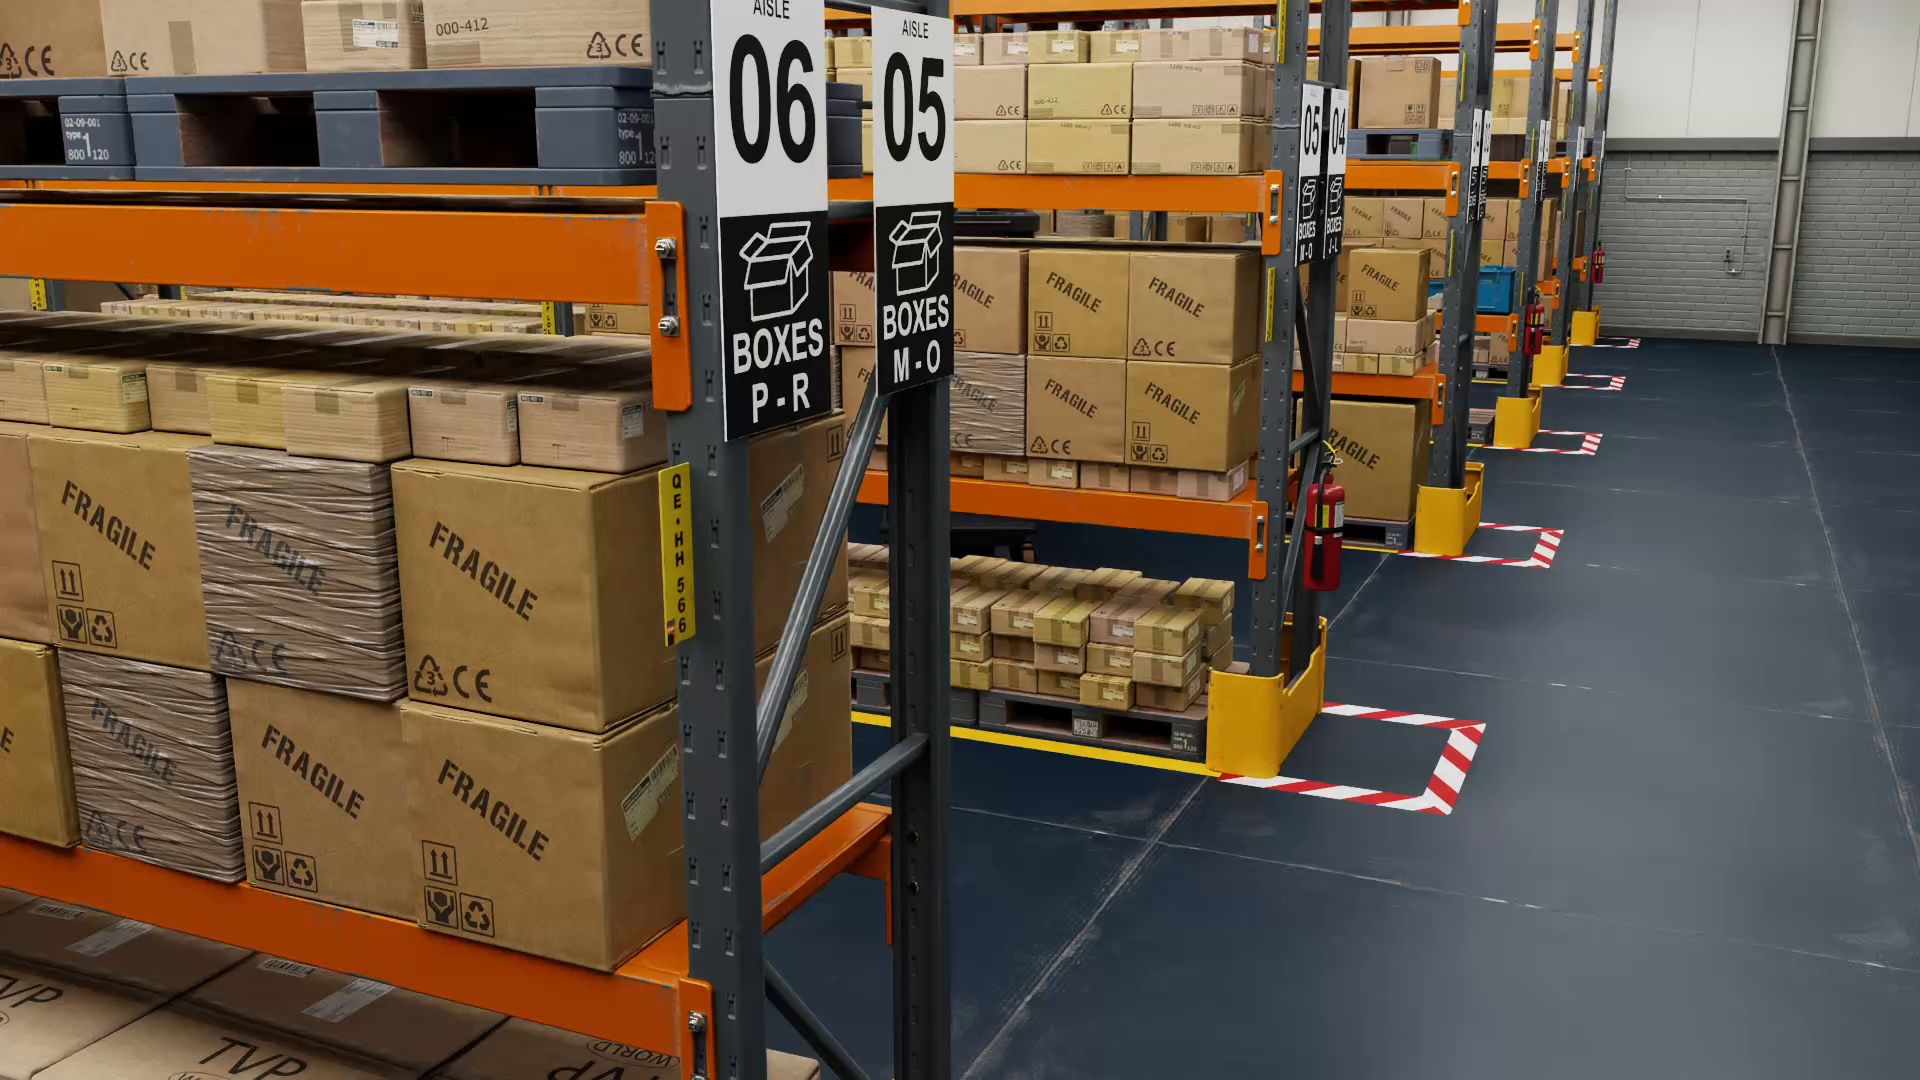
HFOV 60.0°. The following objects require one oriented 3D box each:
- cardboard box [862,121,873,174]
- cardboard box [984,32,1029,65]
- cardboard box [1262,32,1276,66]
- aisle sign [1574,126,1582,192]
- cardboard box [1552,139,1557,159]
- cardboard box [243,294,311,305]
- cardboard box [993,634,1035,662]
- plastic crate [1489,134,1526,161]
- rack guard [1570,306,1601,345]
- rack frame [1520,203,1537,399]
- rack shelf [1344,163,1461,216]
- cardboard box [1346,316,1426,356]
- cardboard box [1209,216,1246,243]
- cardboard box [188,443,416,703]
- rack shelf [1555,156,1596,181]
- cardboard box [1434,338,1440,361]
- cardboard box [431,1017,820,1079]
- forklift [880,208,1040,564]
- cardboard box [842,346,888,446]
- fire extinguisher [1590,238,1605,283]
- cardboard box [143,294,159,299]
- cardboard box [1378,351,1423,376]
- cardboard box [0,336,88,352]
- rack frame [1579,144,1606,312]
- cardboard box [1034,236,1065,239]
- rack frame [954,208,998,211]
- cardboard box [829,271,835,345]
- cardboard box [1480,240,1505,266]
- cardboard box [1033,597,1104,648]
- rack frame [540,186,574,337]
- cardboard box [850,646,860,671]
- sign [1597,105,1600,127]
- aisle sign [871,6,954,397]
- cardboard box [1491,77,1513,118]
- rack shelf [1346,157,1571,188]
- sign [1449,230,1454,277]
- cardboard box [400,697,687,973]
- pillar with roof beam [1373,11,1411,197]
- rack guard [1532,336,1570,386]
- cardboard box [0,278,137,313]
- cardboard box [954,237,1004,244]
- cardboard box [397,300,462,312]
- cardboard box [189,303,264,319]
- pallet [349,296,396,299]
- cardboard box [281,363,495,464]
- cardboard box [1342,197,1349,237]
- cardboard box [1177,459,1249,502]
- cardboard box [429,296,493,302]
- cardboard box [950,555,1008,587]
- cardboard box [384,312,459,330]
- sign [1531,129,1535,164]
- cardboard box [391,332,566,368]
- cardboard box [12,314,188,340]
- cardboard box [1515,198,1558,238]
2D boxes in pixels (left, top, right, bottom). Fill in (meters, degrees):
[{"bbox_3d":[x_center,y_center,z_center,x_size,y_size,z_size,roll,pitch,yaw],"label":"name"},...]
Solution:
[{"bbox_3d":[-0.301,-1.963,8.318,0.500,0.250,0.500,6,15,26],"label":"cardboard box"},{"bbox_3d":[0.297,-2.349,7.993,0.250,0.149,0.380,5,14,22],"label":"cardboard box"},{"bbox_3d":[1.430,-2.352,8.007,0.250,0.149,0.380,6,14,23],"label":"cardboard box"},{"bbox_3d":[7.689,-4.740,20.700,0.004,0.787,0.394,6,14,23],"label":"aisle sign"},{"bbox_3d":[7.384,-5.033,21.400,0.500,0.250,0.500,6,14,23],"label":"cardboard box"},{"bbox_3d":[-4.579,-1.564,11.183,0.250,0.149,0.380,6,15,25],"label":"cardboard box"},{"bbox_3d":[0.356,0.506,8.704,0.250,0.149,0.380,6,14,23],"label":"cardboard box"},{"bbox_3d":[5.502,-4.001,16.961,0.590,0.269,0.497,6,14,23],"label":"plastic crate"},{"bbox_3d":[9.776,-3.361,25.984,0.348,0.500,1.175,6,14,23],"label":"rack guard"},{"bbox_3d":[5.740,-2.510,16.886,0.053,2.616,0.949,6,14,23],"label":"rack frame"},{"bbox_3d":[1.906,-2.771,13.008,4.000,0.370,1.077,6,14,23],"label":"rack shelf"},{"bbox_3d":[3.184,-1.538,12.418,0.500,0.250,0.500,6,14,22],"label":"cardboard box"},{"bbox_3d":[3.751,-4.259,23.200,0.500,0.500,0.700,1,13,4],"label":"cardboard box"},{"bbox_3d":[-1.306,0.021,3.692,0.500,0.500,0.500,6,14,23],"label":"cardboard box"},{"bbox_3d":[7.925,-5.875,26.236,4.000,0.370,1.077,6,14,23],"label":"rack shelf"},{"bbox_3d":[6.298,-2.514,21.957,0.500,0.250,0.500,6,14,23],"label":"cardboard box"},{"bbox_3d":[-0.923,1.596,4.075,0.875,0.438,0.875,5,14,21],"label":"cardboard box"},{"bbox_3d":[-0.016,-1.265,11.731,1.130,2.935,3.031,0,13,0],"label":"forklift"},{"bbox_3d":[-0.269,-0.773,8.613,0.500,0.500,0.500,7,15,26],"label":"cardboard box"},{"bbox_3d":[9.705,-4.251,25.289,0.183,0.674,0.296,6,14,23],"label":"fire extinguisher"},{"bbox_3d":[-8.255,-2.484,17.323,0.250,0.149,0.380,6,14,23],"label":"cardboard box"},{"bbox_3d":[3.276,-1.318,12.356,0.250,0.149,0.380,6,15,24],"label":"cardboard box"},{"bbox_3d":[-2.368,-0.400,4.064,0.250,0.149,0.380,6,14,23],"label":"cardboard box"},{"bbox_3d":[9.754,-4.580,25.708,0.127,3.000,1.000,6,14,23],"label":"rack frame"},{"bbox_3d":[0.606,-2.297,14.012,0.500,0.500,0.500,6,15,25],"label":"cardboard box"},{"bbox_3d":[0.078,-1.846,14.058,0.127,3.000,1.000,6,14,23],"label":"rack frame"},{"bbox_3d":[-0.781,-1.310,8.711,0.500,0.500,0.500,6,14,24],"label":"cardboard box"},{"bbox_3d":[6.755,-3.626,21.421,0.500,0.500,0.500,6,14,24],"label":"cardboard box"},{"bbox_3d":[0.552,0.415,8.437,0.250,0.149,0.380,5,14,22],"label":"cardboard box"},{"bbox_3d":[-2.024,-0.820,9.683,0.127,3.000,1.000,6,14,23],"label":"rack frame"},{"bbox_3d":[-0.618,0.576,9.055,0.250,0.149,0.380,5,14,22],"label":"cardboard box"},{"bbox_3d":[9.521,-6.321,24.795,0.005,0.325,0.100,6,14,23],"label":"sign"},{"bbox_3d":[-0.096,-0.726,3.592,0.004,0.787,0.394,6,14,23],"label":"aisle sign"},{"bbox_3d":[6.852,-5.649,21.289,0.500,0.500,0.700,6,14,23],"label":"cardboard box"},{"bbox_3d":[5.922,-4.840,21.825,4.000,0.370,1.077,6,14,23],"label":"rack shelf"},{"bbox_3d":[3.503,-2.043,11.843,0.005,0.325,0.100,6,14,23],"label":"sign"},{"bbox_3d":[-0.827,0.556,3.602,0.500,0.500,0.500,6,14,24],"label":"cardboard box"},{"bbox_3d":[5.343,-7.088,23.261,0.400,9.000,9.100,6,14,23],"label":"pillar with roof beam"},{"bbox_3d":[7.681,-2.335,21.612,0.348,0.500,1.175,6,14,23],"label":"rack guard"},{"bbox_3d":[-6.087,-1.769,11.320,0.500,0.500,0.700,6,14,23],"label":"cardboard box"},{"bbox_3d":[-0.067,-1.372,8.975,0.500,0.500,0.500,5,14,21],"label":"cardboard box"},{"bbox_3d":[-3.380,-1.444,10.669,0.250,0.149,0.380,6,15,25],"label":"cardboard box"},{"bbox_3d":[-4.626,-1.406,10.509,0.250,0.149,0.380,5,14,21],"label":"cardboard box"},{"bbox_3d":[-5.406,-2.298,16.401,1.213,0.211,1.003,6,14,23],"label":"pallet"},{"bbox_3d":[-1.200,-0.274,3.528,0.250,0.149,0.380,6,14,23],"label":"cardboard box"},{"bbox_3d":[4.882,-4.301,22.109,0.500,0.500,0.500,5,14,21],"label":"cardboard box"},{"bbox_3d":[1.221,-0.299,8.011,0.250,0.149,0.380,6,14,23],"label":"cardboard box"},{"bbox_3d":[-4.640,-2.542,15.884,0.500,0.500,0.700,8,16,32],"label":"cardboard box"},{"bbox_3d":[0.081,0.207,9.325,0.250,0.149,0.380,6,14,24],"label":"cardboard box"},{"bbox_3d":[-3.191,-1.261,9.892,0.250,0.149,0.380,6,14,23],"label":"cardboard box"},{"bbox_3d":[5.533,-3.804,16.062,0.005,0.325,0.100,6,14,23],"label":"sign"},{"bbox_3d":[-1.199,-0.426,4.178,0.250,0.149,0.380,5,14,21],"label":"cardboard box"},{"bbox_3d":[-2.382,-0.534,4.638,0.250,0.149,0.380,5,14,22],"label":"cardboard box"},{"bbox_3d":[7.452,-4.177,21.581,0.500,0.500,0.500,6,15,25],"label":"cardboard box"}]
